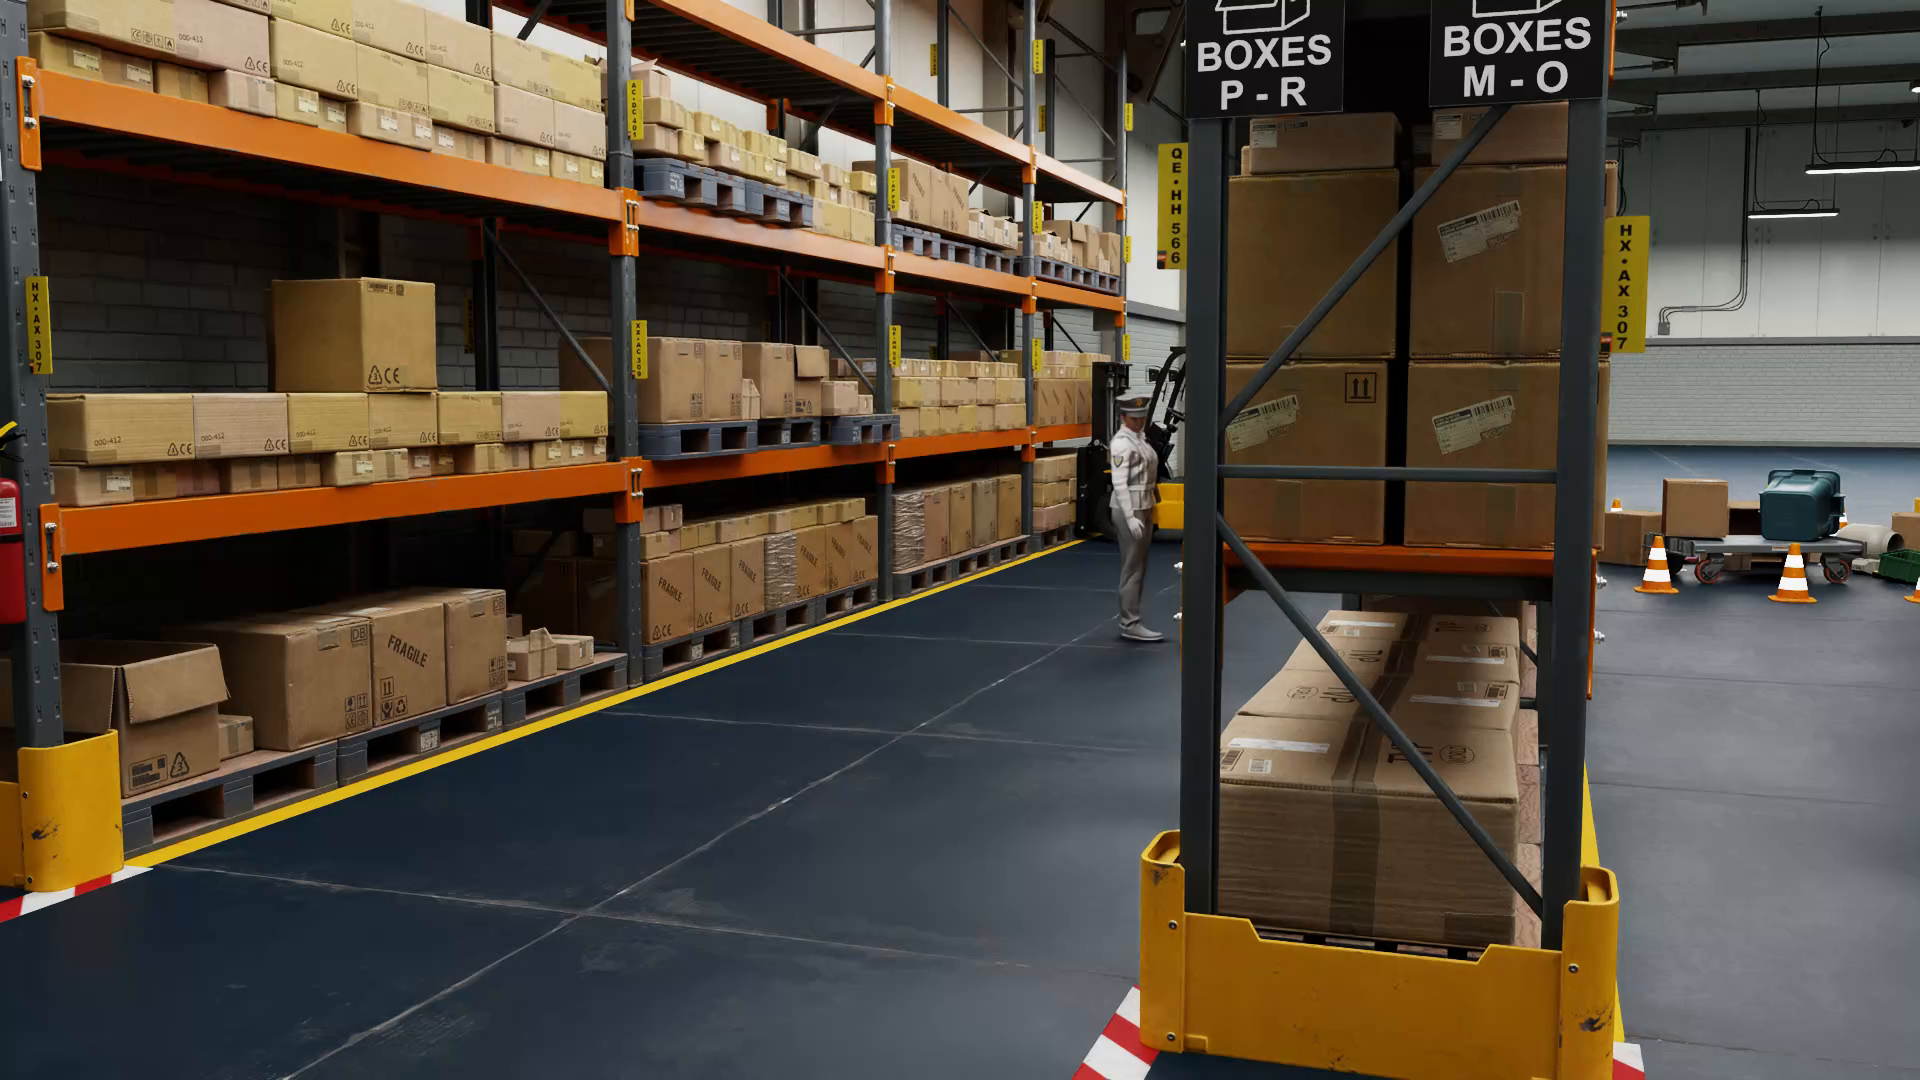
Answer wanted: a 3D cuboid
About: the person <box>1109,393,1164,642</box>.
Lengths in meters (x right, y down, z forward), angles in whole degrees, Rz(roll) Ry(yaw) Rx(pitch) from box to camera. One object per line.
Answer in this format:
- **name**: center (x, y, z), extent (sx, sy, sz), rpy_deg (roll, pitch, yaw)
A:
- **person**: center (1.213, -0.138, 11.294), extent (0.383, 1.717, 0.584), rpy_deg (2, 6, 20)
